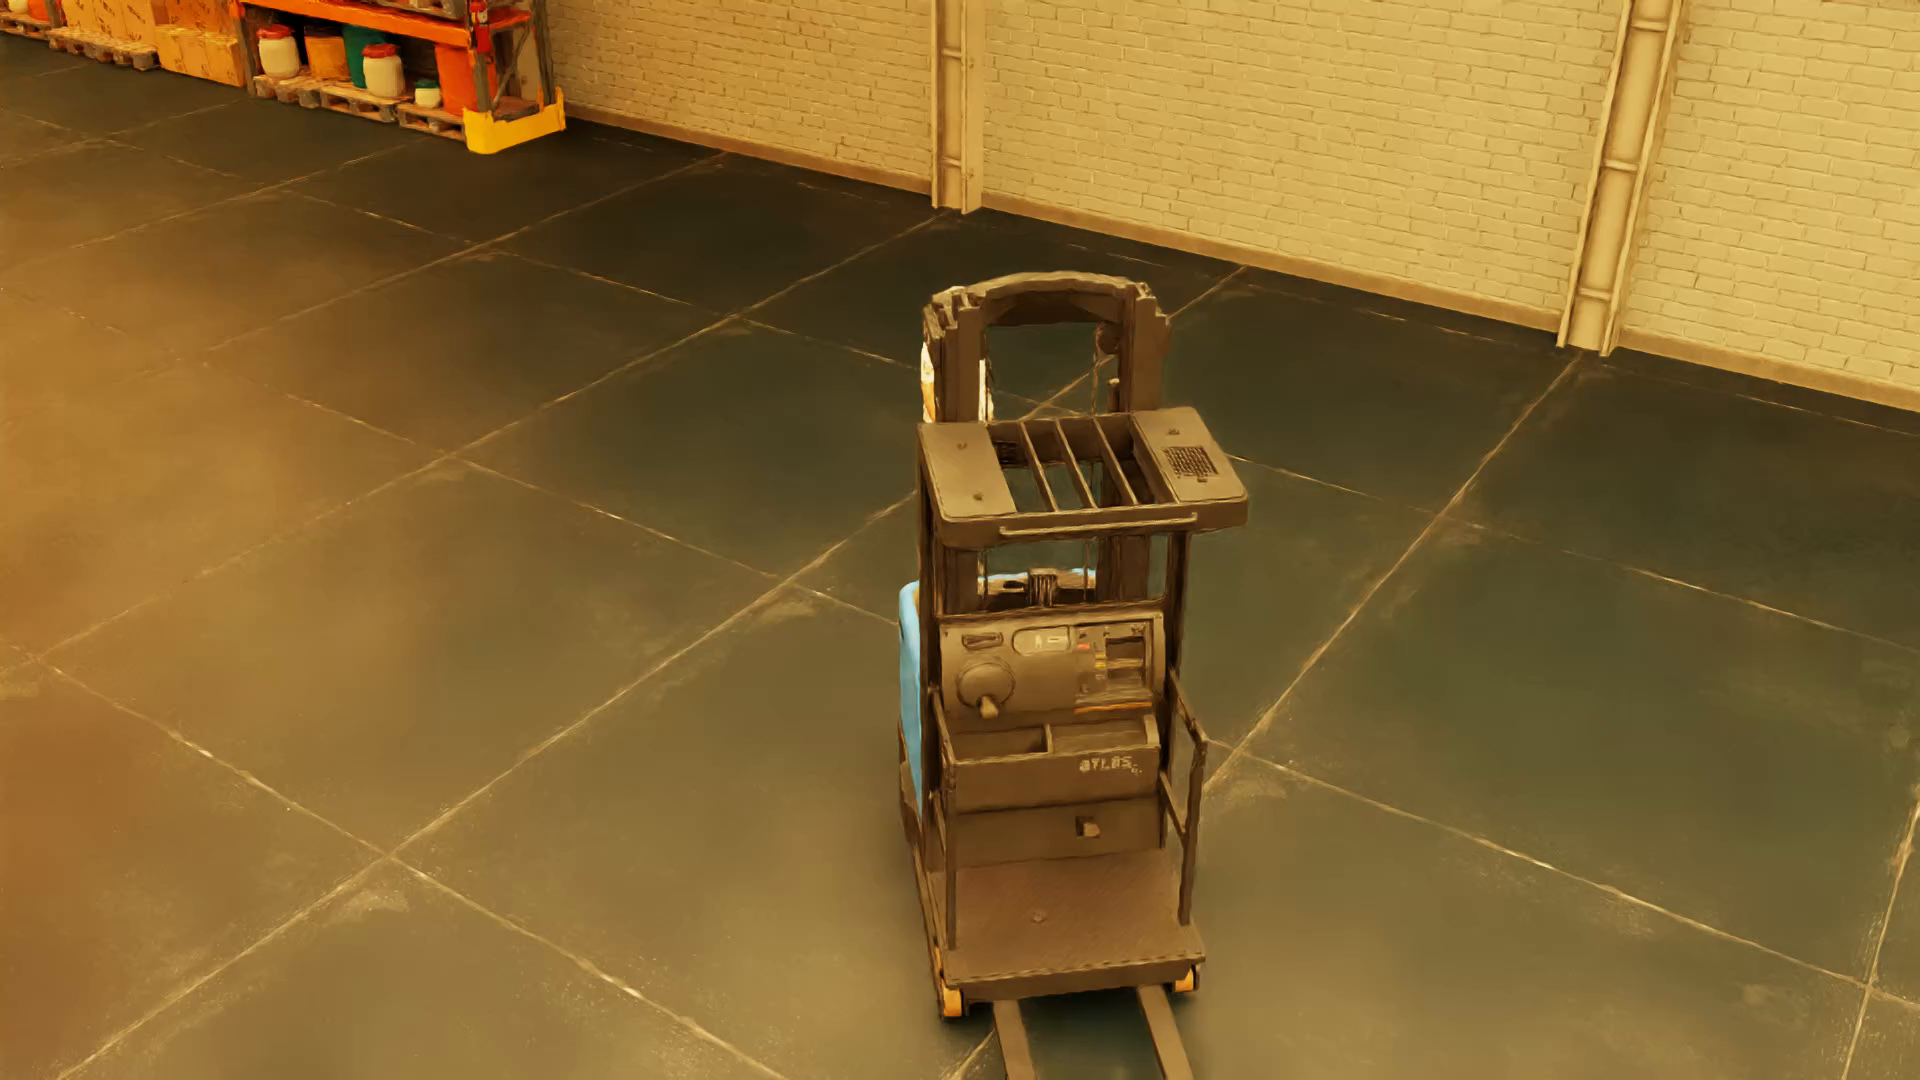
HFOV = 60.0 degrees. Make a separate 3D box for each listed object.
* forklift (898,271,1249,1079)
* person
[{"bbox_3d":[0.414,0.556,6.624,1.130,2.935,3.031,-4,30,-7],"label":"forklift"},{"bbox_3d":[0.051,-0.696,10.025,0.529,1.669,0.598,19,35,29],"label":"person"}]
